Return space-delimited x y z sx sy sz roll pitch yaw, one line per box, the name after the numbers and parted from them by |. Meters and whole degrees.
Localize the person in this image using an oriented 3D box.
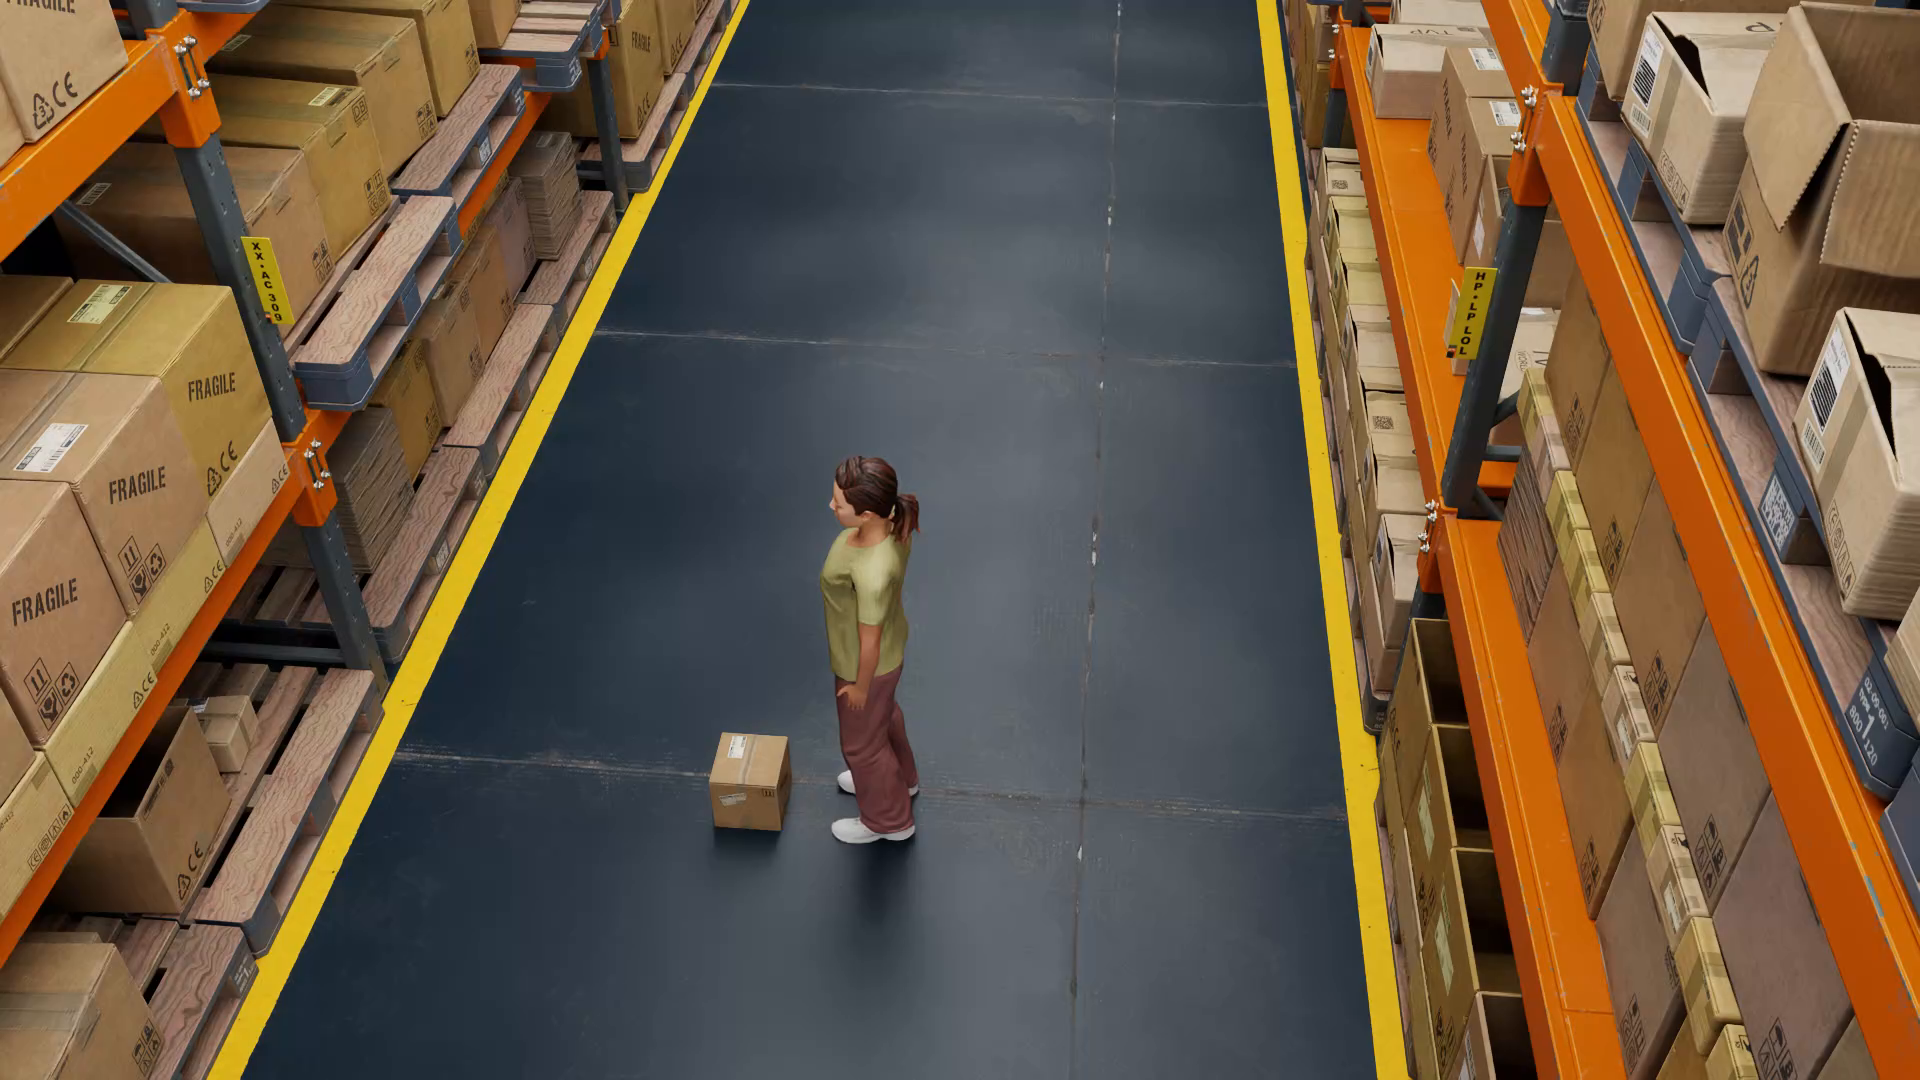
-0.298 0.393 5.701 0.364 1.675 0.441 4 40 5 | person
